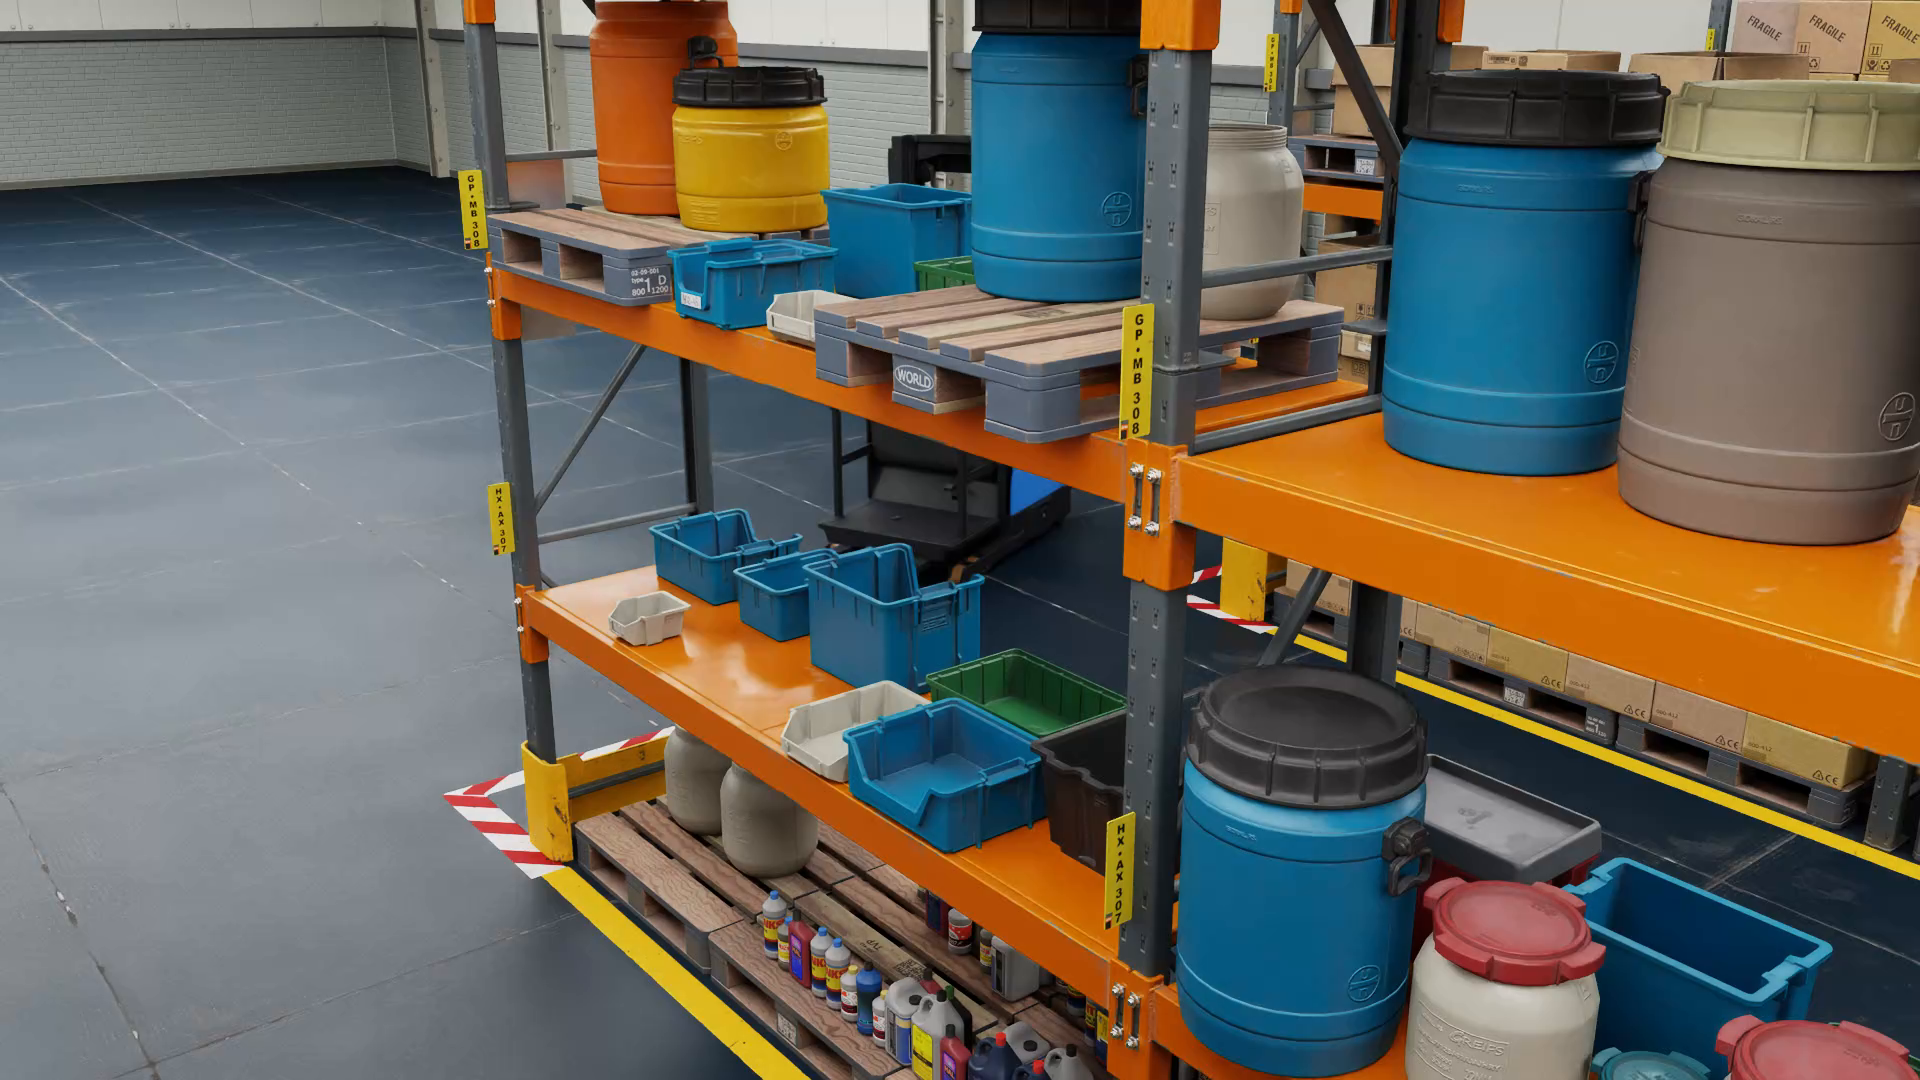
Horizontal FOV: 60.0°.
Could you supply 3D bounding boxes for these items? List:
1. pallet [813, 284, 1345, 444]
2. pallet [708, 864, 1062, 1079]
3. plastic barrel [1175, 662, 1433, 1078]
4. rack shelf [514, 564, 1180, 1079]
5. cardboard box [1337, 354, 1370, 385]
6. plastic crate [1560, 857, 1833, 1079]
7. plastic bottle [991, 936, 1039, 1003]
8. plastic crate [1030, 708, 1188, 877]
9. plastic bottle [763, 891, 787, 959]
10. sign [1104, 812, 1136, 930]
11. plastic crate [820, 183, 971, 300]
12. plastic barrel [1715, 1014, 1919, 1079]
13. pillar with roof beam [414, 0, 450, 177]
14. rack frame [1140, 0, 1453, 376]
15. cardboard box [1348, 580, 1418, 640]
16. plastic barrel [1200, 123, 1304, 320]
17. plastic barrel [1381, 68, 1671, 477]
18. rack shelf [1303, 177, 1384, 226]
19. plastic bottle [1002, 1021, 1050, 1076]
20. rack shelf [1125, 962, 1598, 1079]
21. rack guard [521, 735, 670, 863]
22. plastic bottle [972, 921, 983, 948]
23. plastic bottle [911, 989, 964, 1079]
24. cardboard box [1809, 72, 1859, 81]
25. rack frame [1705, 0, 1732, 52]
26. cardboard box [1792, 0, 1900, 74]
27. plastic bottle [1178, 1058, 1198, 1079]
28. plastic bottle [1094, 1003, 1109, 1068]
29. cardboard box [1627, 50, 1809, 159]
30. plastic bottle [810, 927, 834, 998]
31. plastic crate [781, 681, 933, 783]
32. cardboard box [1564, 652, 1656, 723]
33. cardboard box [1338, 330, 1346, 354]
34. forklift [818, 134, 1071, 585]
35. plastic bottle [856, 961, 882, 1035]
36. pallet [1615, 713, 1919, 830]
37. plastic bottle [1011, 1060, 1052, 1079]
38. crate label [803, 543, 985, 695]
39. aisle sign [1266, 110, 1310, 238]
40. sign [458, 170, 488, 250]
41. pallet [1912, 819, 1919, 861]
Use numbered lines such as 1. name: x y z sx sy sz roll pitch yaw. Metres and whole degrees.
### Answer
1. pallet: 0.342 -0.577 4.860 1.213 0.211 1.003 -14 23 -36
2. pallet: -0.279 1.766 6.694 1.003 0.211 1.213 -14 23 -36
3. plastic barrel: 0.869 0.833 4.278 0.600 0.901 0.708 -14 23 -36
4. rack shelf: -0.375 0.765 6.424 1.077 0.370 4.000 -14 23 -36
5. cardboard box: 2.548 -0.965 10.346 0.700 0.500 0.500 -14 23 -36
6. plastic crate: 1.795 1.135 4.188 0.392 0.384 0.575 -14 23 -36
7. plastic bottle: 0.209 1.605 6.378 0.152 0.276 0.135 -14 23 -36
8. plastic crate: 0.641 0.792 5.297 0.767 0.338 0.504 -14 23 -36
9. plastic bottle: -0.736 1.525 6.626 0.097 0.271 0.097 0 18 0
10. sign: 0.428 0.890 4.463 0.100 0.325 0.005 -14 23 -36
11. plastic crate: -0.197 -1.074 6.089 0.392 0.384 0.575 -14 23 -36
12. plastic barrel: 1.744 1.311 3.414 0.433 0.535 0.433 0 18 0
13. pillar with roof beam: -14.740 -11.399 32.472 9.100 9.000 0.400 -14 23 -36
14. rack frame: 0.867 -1.931 3.880 1.000 3.000 0.127 -14 23 -36
15. cardboard box: 2.740 0.369 10.182 0.500 0.250 0.500 -14 23 -36
16. plastic barrel: 0.753 -0.904 4.704 0.421 0.512 0.421 0 18 0
17. plastic barrel: 1.352 -0.663 4.022 0.600 0.901 0.708 -14 23 -36
18. rack shelf: 3.510 -1.625 8.870 1.077 0.370 4.000 -14 23 -36
19. plastic bottle: 0.222 1.816 5.740 0.152 0.276 0.135 -14 23 -36
20. rack shelf: 2.108 1.751 3.448 1.077 0.370 4.000 -14 23 -36
21. rack guard: -1.533 1.127 8.164 1.175 0.500 0.348 -14 23 -36
22. plastic bottle: 0.088 1.484 6.743 0.152 0.276 0.135 -15 23 -38
23. plastic bottle: -0.079 1.736 5.863 0.144 0.351 0.185 -14 23 -36
24. cardboard box: 6.466 -3.213 12.332 0.500 0.500 0.500 -12 22 -33
25. rack frame: 6.149 -4.851 12.696 1.000 3.000 0.127 -14 23 -36
26. cardboard box: 6.470 -3.683 12.158 0.500 0.500 0.500 -14 23 -37
27. plastic bottle: 0.790 1.762 5.902 0.152 0.276 0.135 -13 22 -34
28. plastic bottle: 0.578 1.713 5.930 0.144 0.351 0.185 -14 23 -36
29. cardboard box: 3.828 -2.219 8.464 0.797 0.503 0.637 -11 21 -30
30. plastic bottle: -0.523 1.609 6.371 0.097 0.271 0.097 0 18 0
31. plastic crate: -0.340 0.691 5.923 0.530 0.136 0.437 -14 23 -36
32. cardboard box: 3.668 0.740 9.063 0.500 0.250 0.500 -14 23 -36
33. cardboard box: 2.343 -1.252 10.180 0.380 0.149 0.250 -14 23 -36
34. forklift: -0.295 -1.219 11.381 1.130 2.935 3.031 10 21 27
35. plastic bottle: -0.335 1.684 6.146 0.097 0.271 0.097 0 18 0
36. pallet: 4.291 1.070 8.794 1.003 0.211 1.213 -14 23 -36
37. plastic bottle: 0.241 1.863 5.479 0.144 0.351 0.185 -15 23 -38
38. crate label: -0.262 0.315 6.584 0.502 0.435 0.616 -14 23 -36
39. aisle sign: 1.987 -2.226 10.176 0.394 0.787 0.004 -14 23 -36
40. sign: -2.051 -1.391 7.006 0.100 0.325 0.005 -14 23 -36
41. pallet: 5.240 1.448 7.653 1.003 0.211 1.213 -14 23 -36
